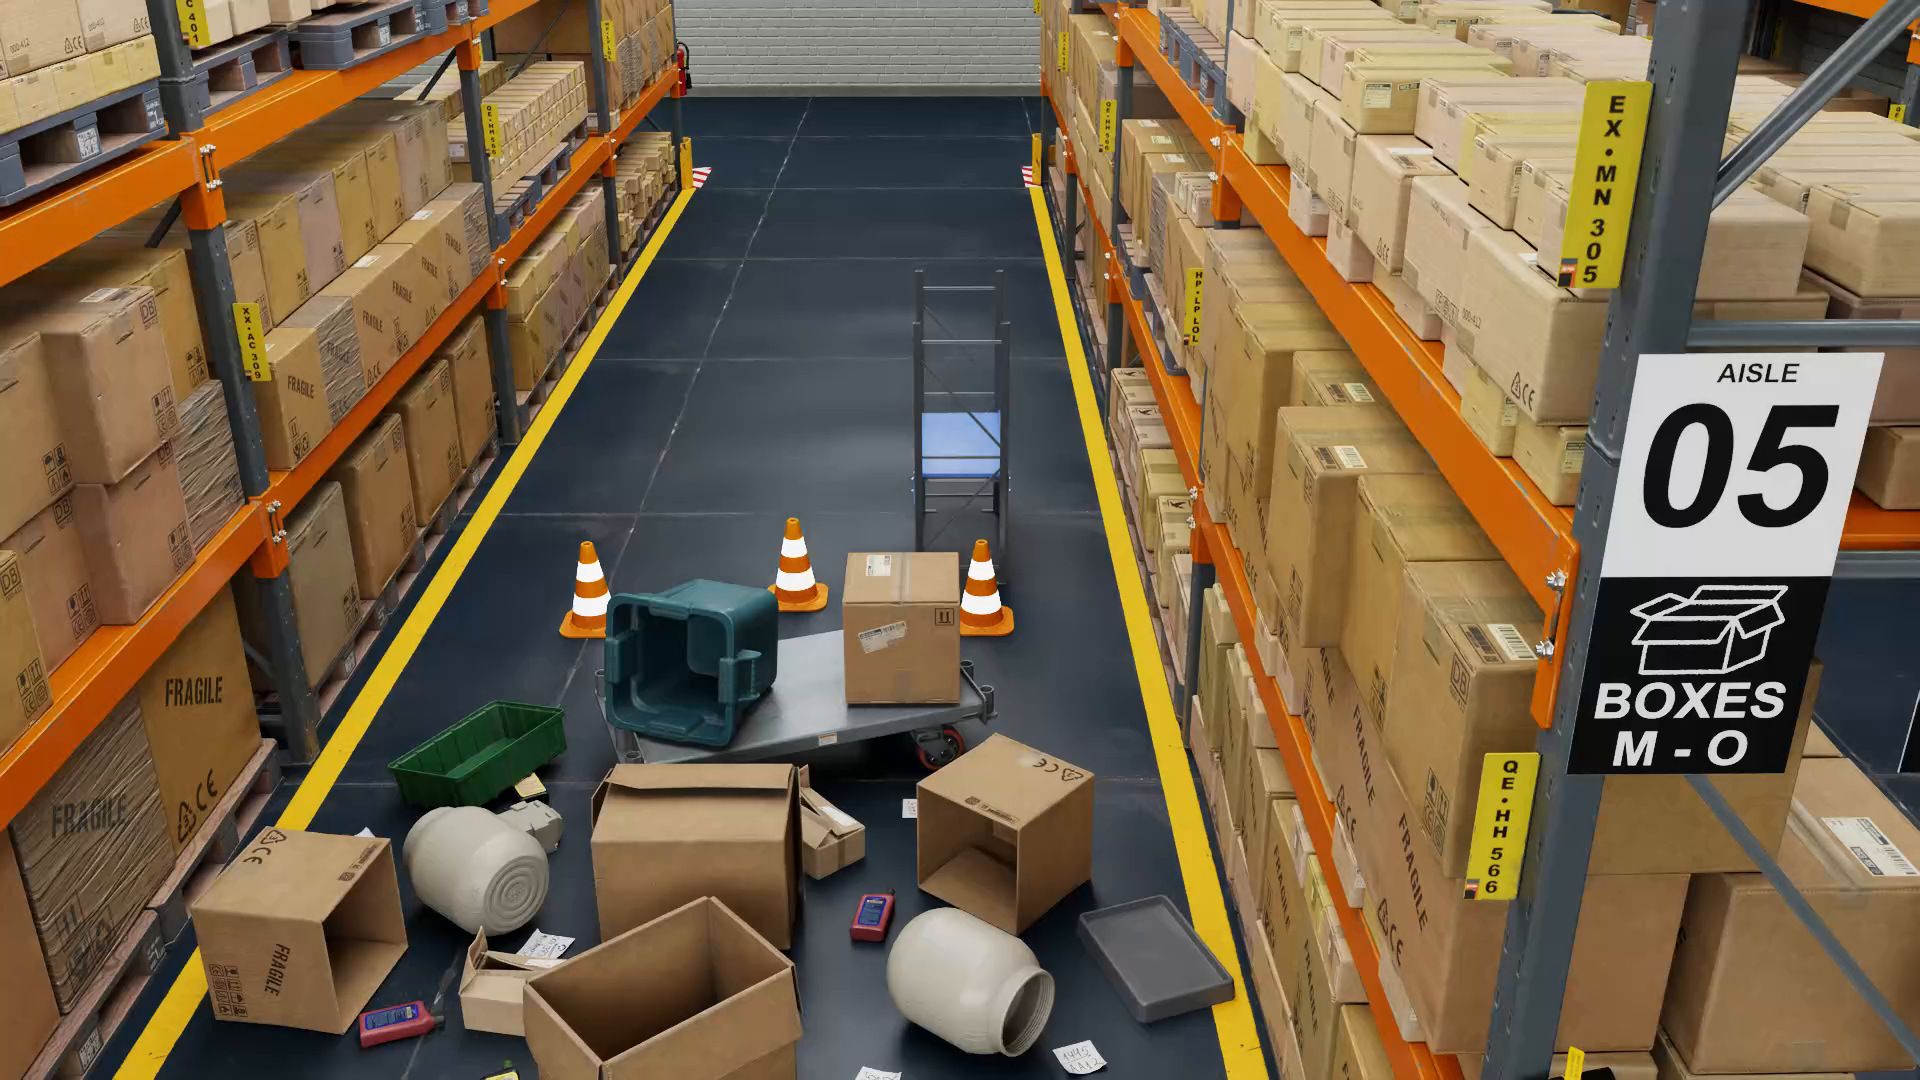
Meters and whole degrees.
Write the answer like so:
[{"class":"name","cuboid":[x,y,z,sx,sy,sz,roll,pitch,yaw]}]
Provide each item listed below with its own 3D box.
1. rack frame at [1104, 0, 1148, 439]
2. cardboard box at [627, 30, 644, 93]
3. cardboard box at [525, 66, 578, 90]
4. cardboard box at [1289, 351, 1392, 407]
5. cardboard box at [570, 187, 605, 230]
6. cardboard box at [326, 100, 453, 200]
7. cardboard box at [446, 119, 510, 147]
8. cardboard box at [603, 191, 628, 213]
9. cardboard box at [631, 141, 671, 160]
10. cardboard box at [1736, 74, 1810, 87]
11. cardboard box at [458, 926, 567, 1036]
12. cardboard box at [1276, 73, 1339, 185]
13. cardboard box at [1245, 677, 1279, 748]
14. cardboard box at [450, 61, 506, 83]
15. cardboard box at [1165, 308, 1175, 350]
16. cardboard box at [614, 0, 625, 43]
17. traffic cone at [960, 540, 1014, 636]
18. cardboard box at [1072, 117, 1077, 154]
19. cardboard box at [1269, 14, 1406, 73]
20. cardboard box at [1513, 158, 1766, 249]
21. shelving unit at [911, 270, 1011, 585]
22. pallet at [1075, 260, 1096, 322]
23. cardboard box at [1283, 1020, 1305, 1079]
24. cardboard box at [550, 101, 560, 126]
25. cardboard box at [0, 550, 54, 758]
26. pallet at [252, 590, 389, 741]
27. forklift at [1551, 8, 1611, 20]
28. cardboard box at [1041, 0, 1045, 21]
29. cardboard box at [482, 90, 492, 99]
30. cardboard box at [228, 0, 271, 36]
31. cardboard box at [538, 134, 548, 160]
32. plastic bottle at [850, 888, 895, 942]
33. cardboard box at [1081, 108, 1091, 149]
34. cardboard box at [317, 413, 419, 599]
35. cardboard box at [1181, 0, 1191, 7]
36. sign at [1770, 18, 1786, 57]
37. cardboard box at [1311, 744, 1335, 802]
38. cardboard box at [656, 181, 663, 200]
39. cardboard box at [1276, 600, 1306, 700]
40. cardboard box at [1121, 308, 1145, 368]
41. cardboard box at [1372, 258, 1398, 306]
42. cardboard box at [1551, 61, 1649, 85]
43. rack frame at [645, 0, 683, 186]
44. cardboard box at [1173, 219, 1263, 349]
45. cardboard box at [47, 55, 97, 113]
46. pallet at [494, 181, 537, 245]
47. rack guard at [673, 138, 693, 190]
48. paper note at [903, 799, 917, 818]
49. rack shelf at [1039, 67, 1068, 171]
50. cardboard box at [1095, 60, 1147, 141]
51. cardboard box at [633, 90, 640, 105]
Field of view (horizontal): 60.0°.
[{"class":"rack frame","cuboid":[1.484,-2.078,10.705,1.000,3.000,0.127,0,24,-1]},{"class":"cardboard box","cuboid":[-3.244,-4.460,15.490,0.500,0.500,0.500,-1,24,-2]},{"class":"cardboard box","cuboid":[-3.305,-3.735,13.442,0.380,0.149,0.250,-1,24,-2]},{"class":"cardboard box","cuboid":[1.375,-0.252,4.972,0.700,0.500,0.500,0,24,-1]},{"class":"cardboard box","cuboid":[-3.247,-2.751,13.806,0.500,0.250,0.500,-1,24,-2]},{"class":"cardboard box","cuboid":[-3.470,-2.330,9.928,0.700,0.500,0.500,0,24,-1]},{"class":"cardboard box","cuboid":[-3.280,-2.765,11.298,0.380,0.149,0.250,0,24,-1]},{"class":"cardboard box","cuboid":[-3.248,-3.083,15.154,0.380,0.149,0.250,1,24,2]},{"class":"cardboard box","cuboid":[-3.217,-4.047,17.287,0.380,0.149,0.250,-1,24,-2]},{"class":"cardboard box","cuboid":[6.200,-3.250,12.665,0.700,0.500,0.500,0,24,-1]},{"class":"cardboard box","cuboid":[-1.560,1.580,5.935,0.396,0.266,0.258,4,25,9]},{"class":"cardboard box","cuboid":[1.266,-1.262,5.082,0.500,0.250,0.500,0,24,0]},{"class":"cardboard box","cuboid":[1.219,0.613,5.884,0.380,0.149,0.250,1,24,2]},{"class":"cardboard box","cuboid":[-3.964,-3.846,13.687,0.380,0.149,0.250,1,24,2]},{"class":"cardboard box","cuboid":[1.216,-1.037,8.199,0.380,0.149,0.250,0,24,0]},{"class":"cardboard box","cuboid":[-3.290,-4.700,14.806,0.500,0.500,0.500,-1,24,-2]},{"class":"traffic cone","cuboid":[0.114,0.221,8.699,0.336,0.463,0.334,0,24,-1]},{"class":"cardboard box","cuboid":[1.189,-3.262,13.505,0.500,0.250,0.500,-1,24,-2]},{"class":"cardboard box","cuboid":[1.207,-1.590,5.323,0.380,0.149,0.250,0,24,-1]},{"class":"cardboard box","cuboid":[1.308,-0.642,3.226,0.380,0.149,0.250,0,24,0]},{"class":"shelving unit","cuboid":[0.001,-0.648,9.363,0.538,1.500,1.048,0,24,-1]},{"class":"pallet","cuboid":[1.524,-2.138,14.222,1.003,0.211,1.213,0,24,-1]},{"class":"cardboard box","cuboid":[1.296,1.734,5.102,0.500,0.250,0.500,0,24,0]},{"class":"cardboard box","cuboid":[-3.294,-3.281,12.799,0.380,0.149,0.250,-1,24,-3]},{"class":"cardboard box","cuboid":[-3.382,0.385,5.076,0.875,0.550,0.500,0,24,-1]},{"class":"pallet","cuboid":[-3.505,0.587,8.196,1.003,0.211,1.213,0,24,-1]},{"class":"forklift","cuboid":[3.044,-1.289,9.044,1.130,2.935,3.031,0,24,0]},{"class":"cardboard box","cuboid":[1.117,-5.677,17.327,0.500,0.500,0.500,-1,24,-2]},{"class":"cardboard box","cuboid":[-3.956,-3.497,13.277,0.380,0.149,0.250,0,24,1]},{"class":"cardboard box","cuboid":[-3.184,-2.284,7.193,0.250,0.149,0.380,0,24,-1]},{"class":"cardboard box","cuboid":[-3.285,-2.930,12.384,0.380,0.149,0.250,-1,24,-2]},{"class":"plastic bottle","cuboid":[-0.333,1.449,6.472,0.133,0.061,0.283,4,25,9]},{"class":"cardboard box","cuboid":[1.184,-3.072,12.478,0.500,0.250,0.500,-1,24,-2]},{"class":"cardboard box","cuboid":[-3.524,-0.185,8.740,1.050,0.750,0.750,0,24,-1]},{"class":"cardboard box","cuboid":[1.529,-2.864,8.676,0.797,0.503,0.637,0,24,-1]},{"class":"sign","cuboid":[6.959,-4.282,14.172,0.100,0.325,0.005,0,24,-1]},{"class":"cardboard box","cuboid":[1.269,0.653,4.971,0.380,0.149,0.250,-1,24,-1]},{"class":"cardboard box","cuboid":[-3.235,-3.566,16.944,0.380,0.149,0.250,-1,24,-3]},{"class":"cardboard box","cuboid":[1.301,0.193,5.200,0.500,0.500,0.500,0,24,0]},{"class":"cardboard box","cuboid":[1.560,-1.586,11.686,0.875,0.875,0.875,0,24,-1]},{"class":"cardboard box","cuboid":[1.302,-0.707,4.339,0.380,0.149,0.250,-1,24,-2]},{"class":"cardboard box","cuboid":[1.786,-1.172,4.398,0.380,0.149,0.250,0,24,1]},{"class":"rack frame","cuboid":[-3.552,-5.311,17.852,1.000,3.000,0.127,0,24,-1]},{"class":"cardboard box","cuboid":[1.287,-1.196,7.762,0.500,0.500,0.500,0,24,0]},{"class":"cardboard box","cuboid":[-3.090,-1.496,5.452,0.380,0.149,0.250,0,24,0]},{"class":"pallet","cuboid":[-3.579,-2.220,11.251,1.213,0.211,1.003,0,24,-1]},{"class":"rack guard","cuboid":[-3.551,-4.141,18.298,1.175,0.500,0.348,0,24,-1]},{"class":"paper note","cuboid":[-0.172,1.149,7.172,0.148,0.019,0.142,0,24,-1]},{"class":"rack shelf","cuboid":[1.419,-4.223,16.320,1.077,0.370,4.000,0,24,-1]},{"class":"cardboard box","cuboid":[1.203,-3.003,11.414,0.500,0.500,0.500,0,24,0]},{"class":"cardboard box","cuboid":[-3.247,-4.209,15.720,0.380,0.149,0.250,1,24,2]}]
